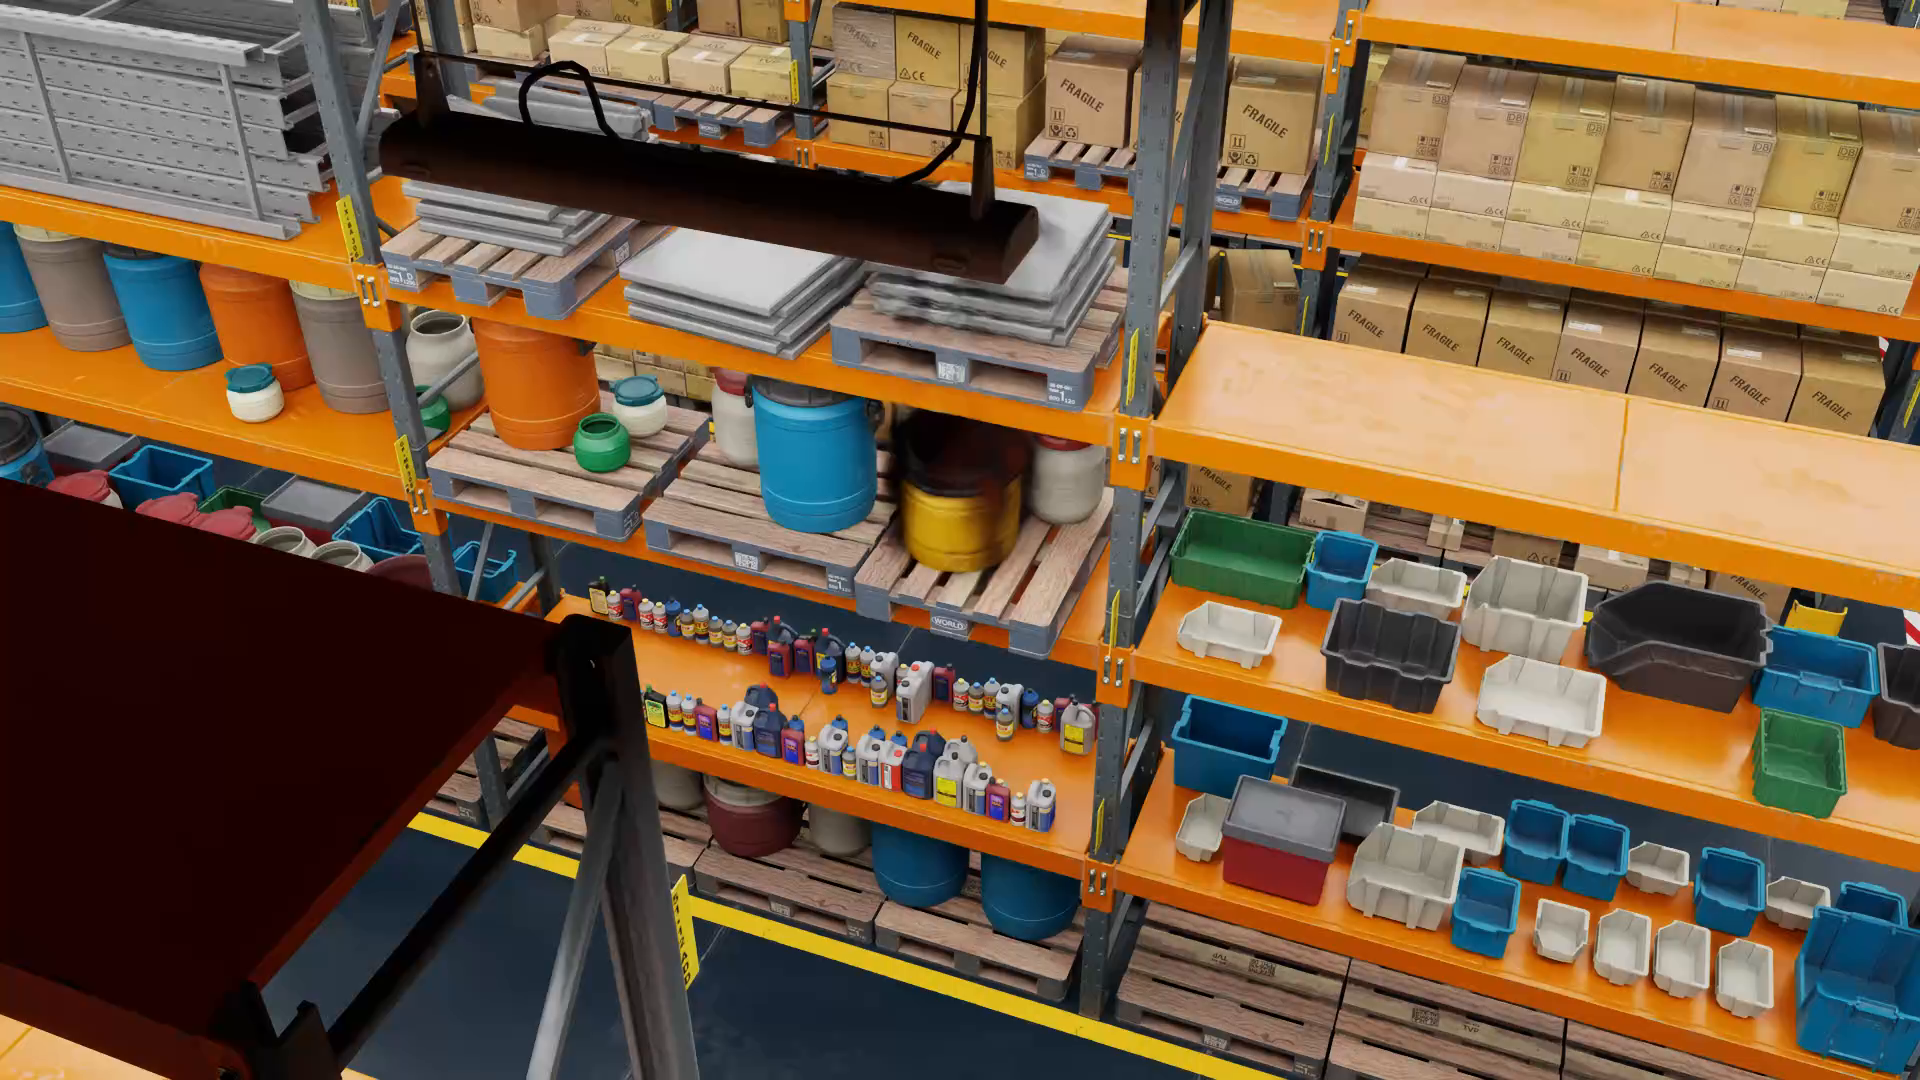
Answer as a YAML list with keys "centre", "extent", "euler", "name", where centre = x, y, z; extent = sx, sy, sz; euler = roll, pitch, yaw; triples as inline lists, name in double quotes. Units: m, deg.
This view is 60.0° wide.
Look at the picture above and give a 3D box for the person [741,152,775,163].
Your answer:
- centre: [-1.938, -3.460, 16.654]
  extent: [0.624, 1.698, 0.699]
  euler: [-13, 38, -16]
  name: "person"
